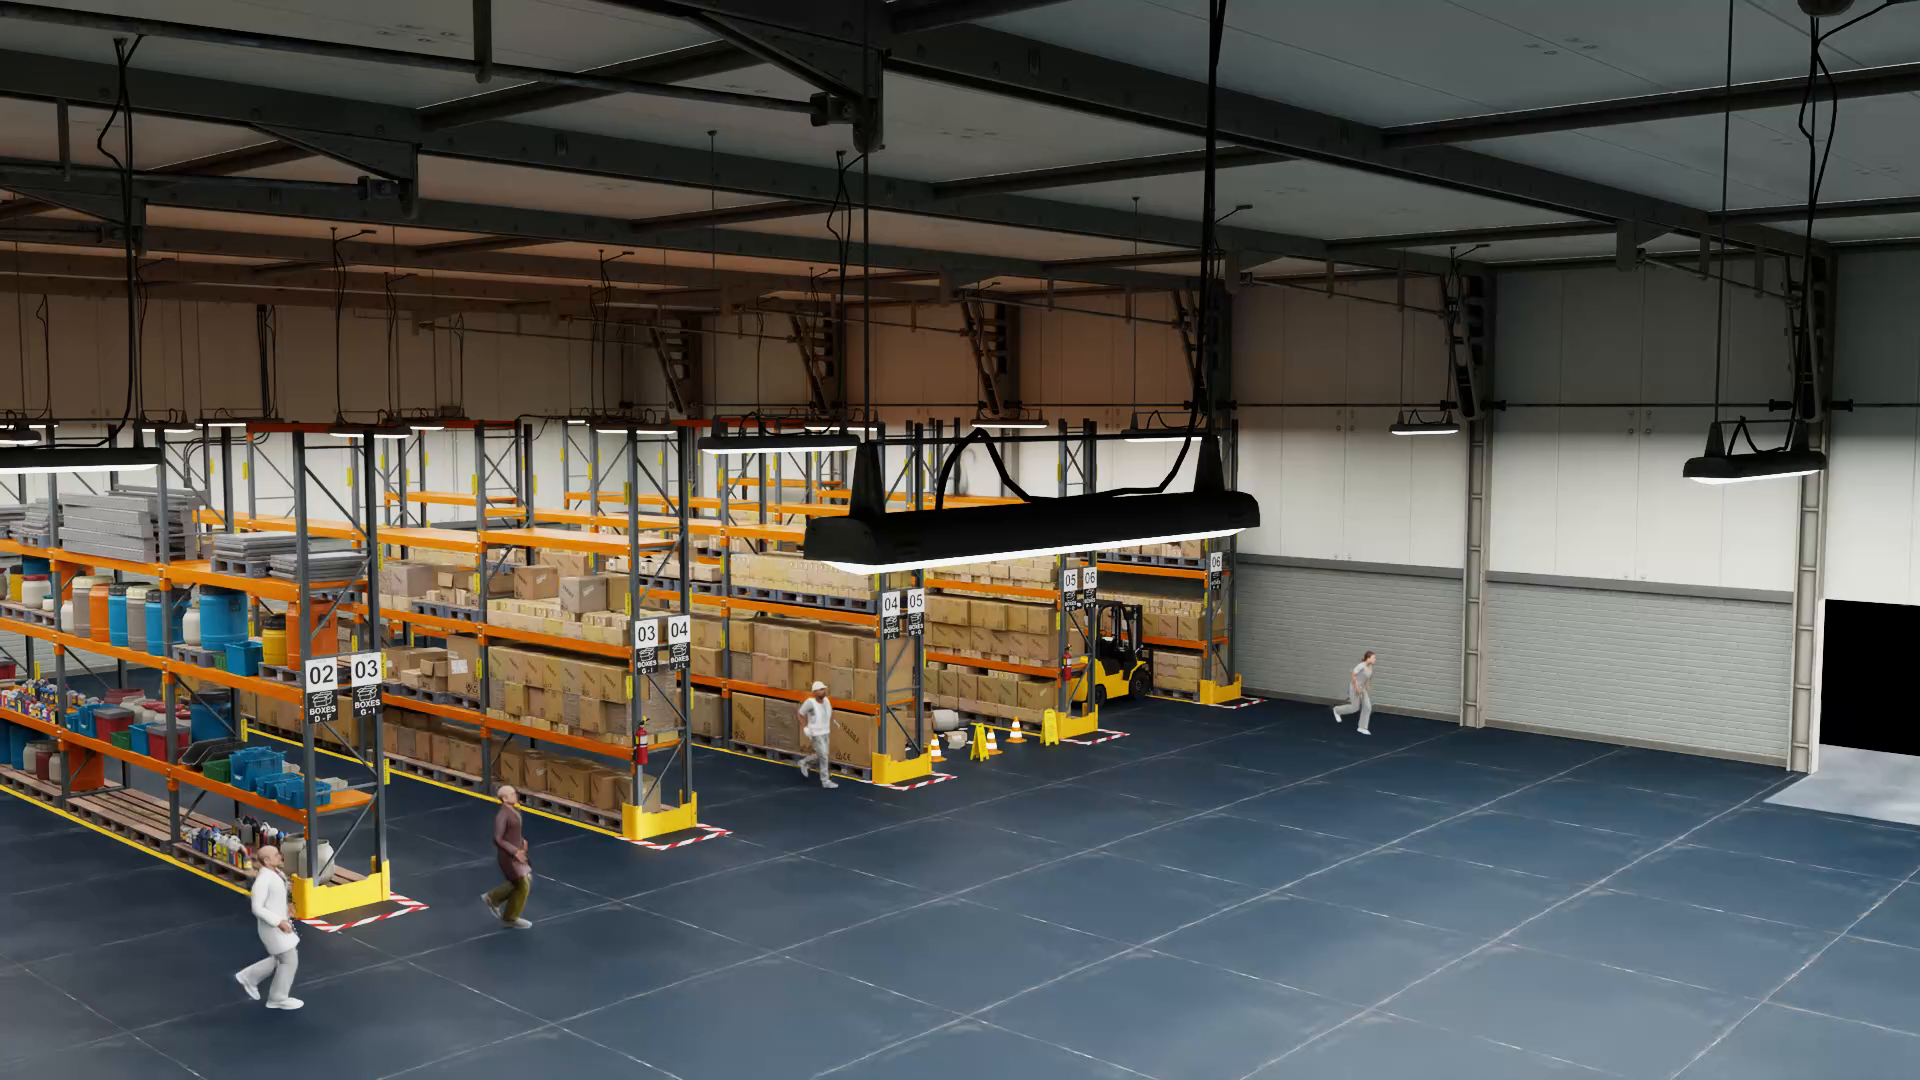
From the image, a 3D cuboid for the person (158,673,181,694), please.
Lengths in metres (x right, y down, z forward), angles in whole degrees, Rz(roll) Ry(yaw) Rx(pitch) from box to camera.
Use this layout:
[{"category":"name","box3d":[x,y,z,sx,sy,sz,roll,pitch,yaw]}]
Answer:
[{"category":"person","box3d":[-16.932,2.535,36.014,0.850,1.772,0.682,-3,6,-37]}]

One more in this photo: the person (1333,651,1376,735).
[{"category":"person","box3d":[7.636,2.927,32.201,0.878,1.618,0.567,4,6,37]}]

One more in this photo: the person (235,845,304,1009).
[{"category":"person","box3d":[-7.234,4.048,17.373,0.663,1.753,0.708,-1,5,-17]}]

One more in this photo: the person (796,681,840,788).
[{"category":"person","box3d":[-2.377,3.201,27.488,0.885,1.759,0.717,3,6,35]}]

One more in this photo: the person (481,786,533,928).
[{"category":"person","box3d":[-5.455,3.826,20.102,0.557,1.746,0.708,-1,5,-7]}]
